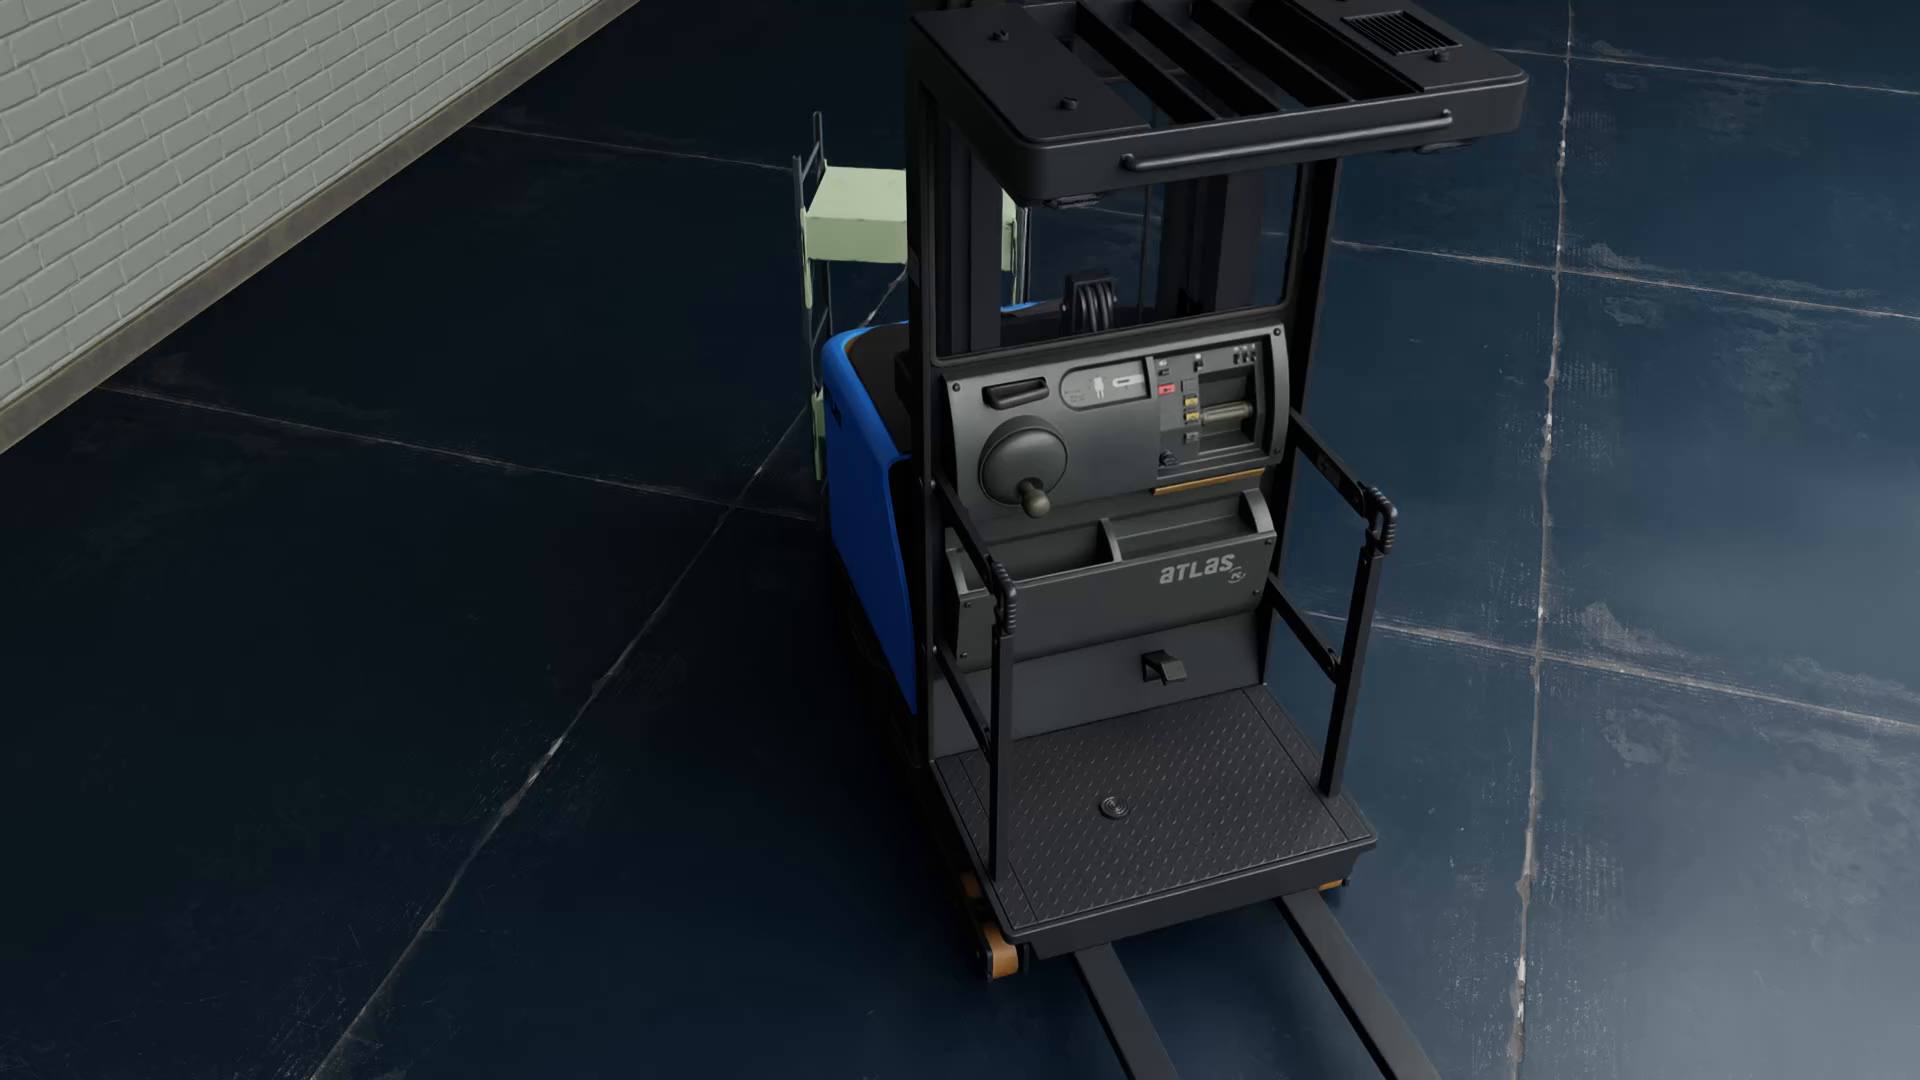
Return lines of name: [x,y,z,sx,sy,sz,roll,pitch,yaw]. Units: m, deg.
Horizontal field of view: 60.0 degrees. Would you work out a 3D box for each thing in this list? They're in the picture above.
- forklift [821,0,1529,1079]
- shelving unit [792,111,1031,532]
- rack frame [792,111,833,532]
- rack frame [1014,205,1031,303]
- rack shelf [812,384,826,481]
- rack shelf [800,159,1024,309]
forklift: [0.486,-0.242,4.106,1.130,2.935,3.031,-11,38,-15]
shelving unit: [-0.148,-0.728,5.974,0.755,1.500,0.431,4,37,5]
rack frame: [-0.512,-0.753,6.008,0.023,1.500,0.400,4,37,5]
rack frame: [0.215,-0.703,5.939,0.023,1.500,0.400,4,37,5]
rack shelf: [-0.148,-0.465,6.167,0.720,0.370,0.431,4,37,5]
rack shelf: [-0.148,-1.042,5.742,0.720,0.370,0.431,4,37,5]
